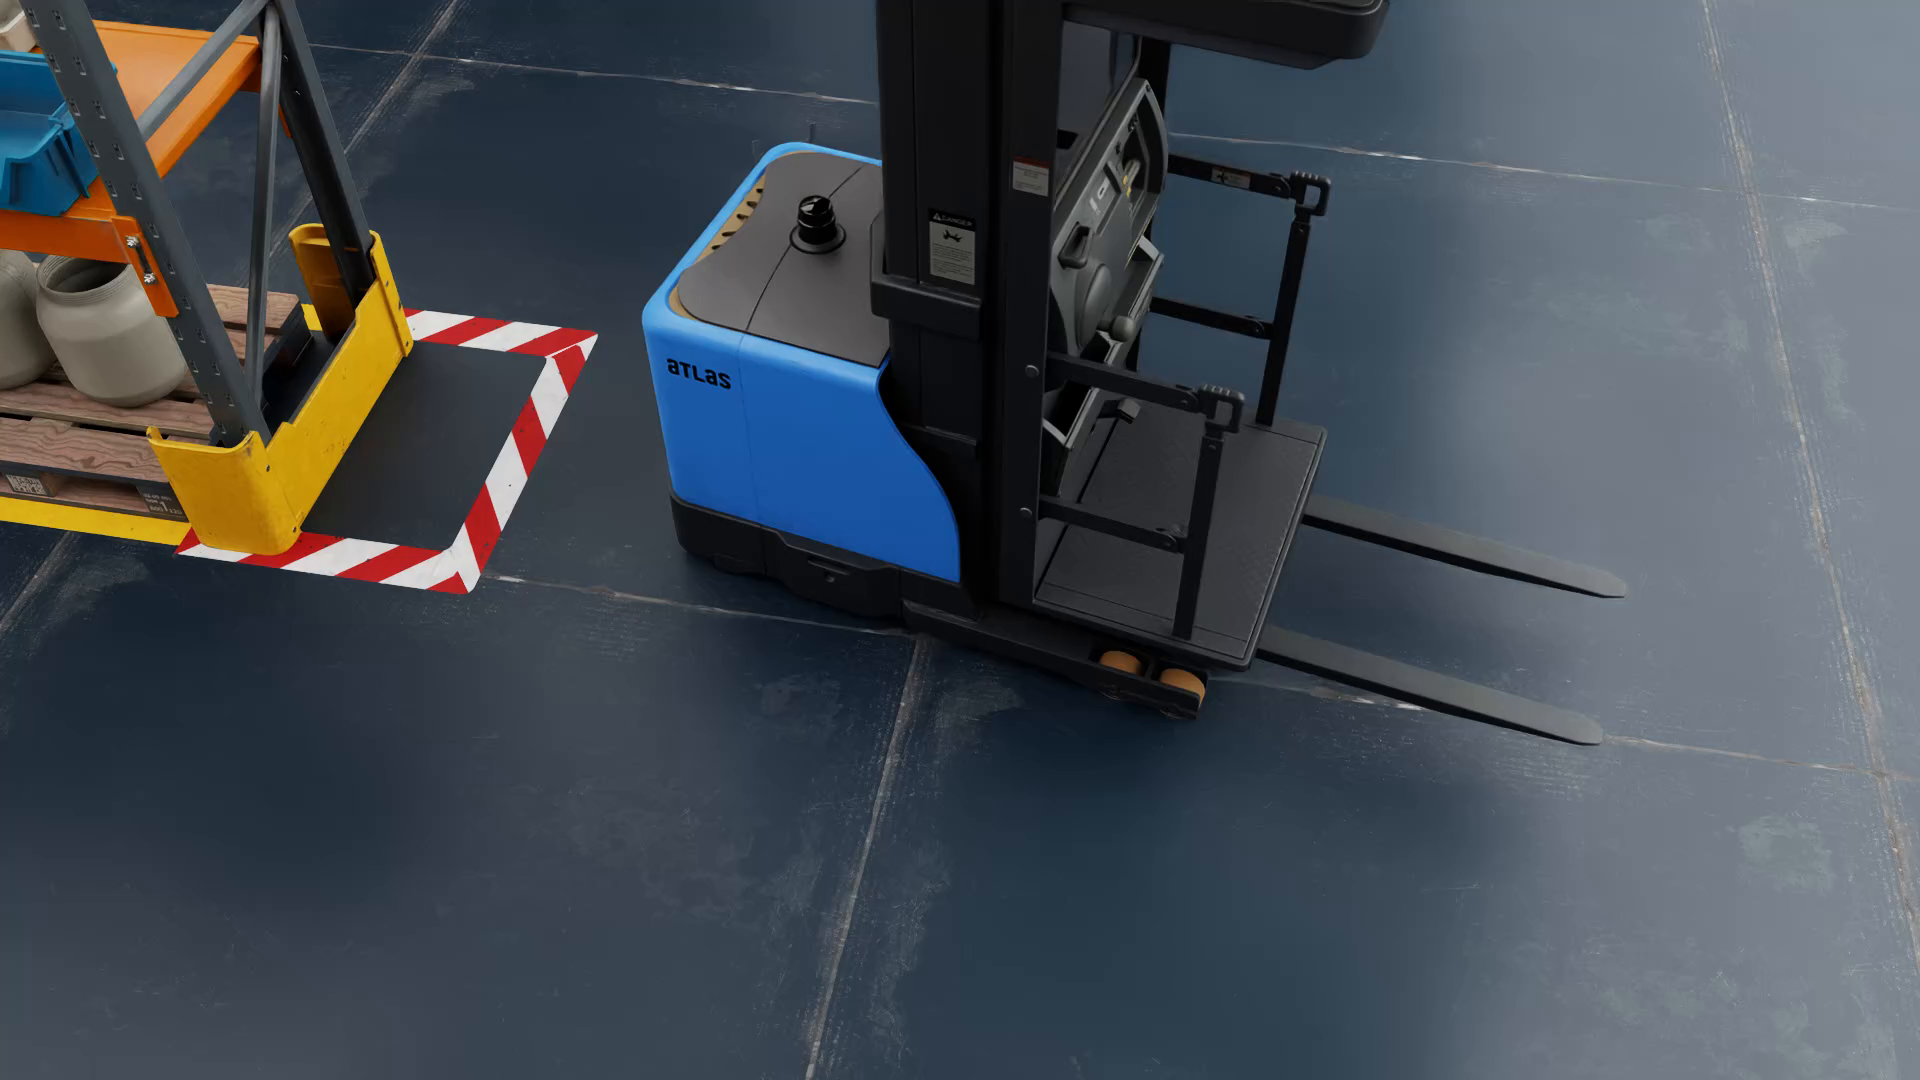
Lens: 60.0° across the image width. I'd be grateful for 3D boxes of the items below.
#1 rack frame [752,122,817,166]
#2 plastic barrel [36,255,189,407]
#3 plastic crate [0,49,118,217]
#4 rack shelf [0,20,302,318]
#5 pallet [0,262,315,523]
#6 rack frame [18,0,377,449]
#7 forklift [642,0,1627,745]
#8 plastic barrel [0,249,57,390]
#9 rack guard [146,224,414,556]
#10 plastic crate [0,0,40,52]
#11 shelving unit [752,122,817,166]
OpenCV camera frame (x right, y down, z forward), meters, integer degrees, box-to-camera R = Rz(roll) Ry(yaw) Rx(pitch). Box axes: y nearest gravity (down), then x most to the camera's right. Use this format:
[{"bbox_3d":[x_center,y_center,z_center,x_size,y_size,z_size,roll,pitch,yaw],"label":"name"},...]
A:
[{"bbox_3d":[-0.617,-1.129,6.159,0.240,0.900,0.006,-22,52,-19],"label":"rack frame"},{"bbox_3d":[-2.954,-0.755,5.802,0.421,0.512,0.421,0,48,0],"label":"plastic barrel"},{"bbox_3d":[-2.839,-1.213,4.923,0.616,0.251,0.499,8,49,7],"label":"plastic crate"},{"bbox_3d":[-4.261,-1.440,5.511,4.000,0.370,1.077,8,49,7],"label":"rack shelf"},{"bbox_3d":[-3.175,-0.570,6.121,1.213,0.211,1.003,8,49,7],"label":"pallet"},{"bbox_3d":[-2.293,-1.415,5.005,0.127,3.000,1.000,8,49,7],"label":"rack frame"},{"bbox_3d":[0.604,-0.868,4.559,3.031,2.935,1.130,16,50,14],"label":"forklift"},{"bbox_3d":[-3.447,-0.822,5.862,0.421,0.512,0.421,0,48,0],"label":"plastic barrel"},{"bbox_3d":[-2.376,-0.556,5.913,0.348,0.500,1.175,8,49,7],"label":"rack guard"},{"bbox_3d":[-3.116,-1.681,5.421,0.250,0.136,0.298,8,49,7],"label":"plastic crate"},{"bbox_3d":[-0.568,-1.062,6.100,0.258,0.900,0.210,-22,52,-19],"label":"shelving unit"}]
